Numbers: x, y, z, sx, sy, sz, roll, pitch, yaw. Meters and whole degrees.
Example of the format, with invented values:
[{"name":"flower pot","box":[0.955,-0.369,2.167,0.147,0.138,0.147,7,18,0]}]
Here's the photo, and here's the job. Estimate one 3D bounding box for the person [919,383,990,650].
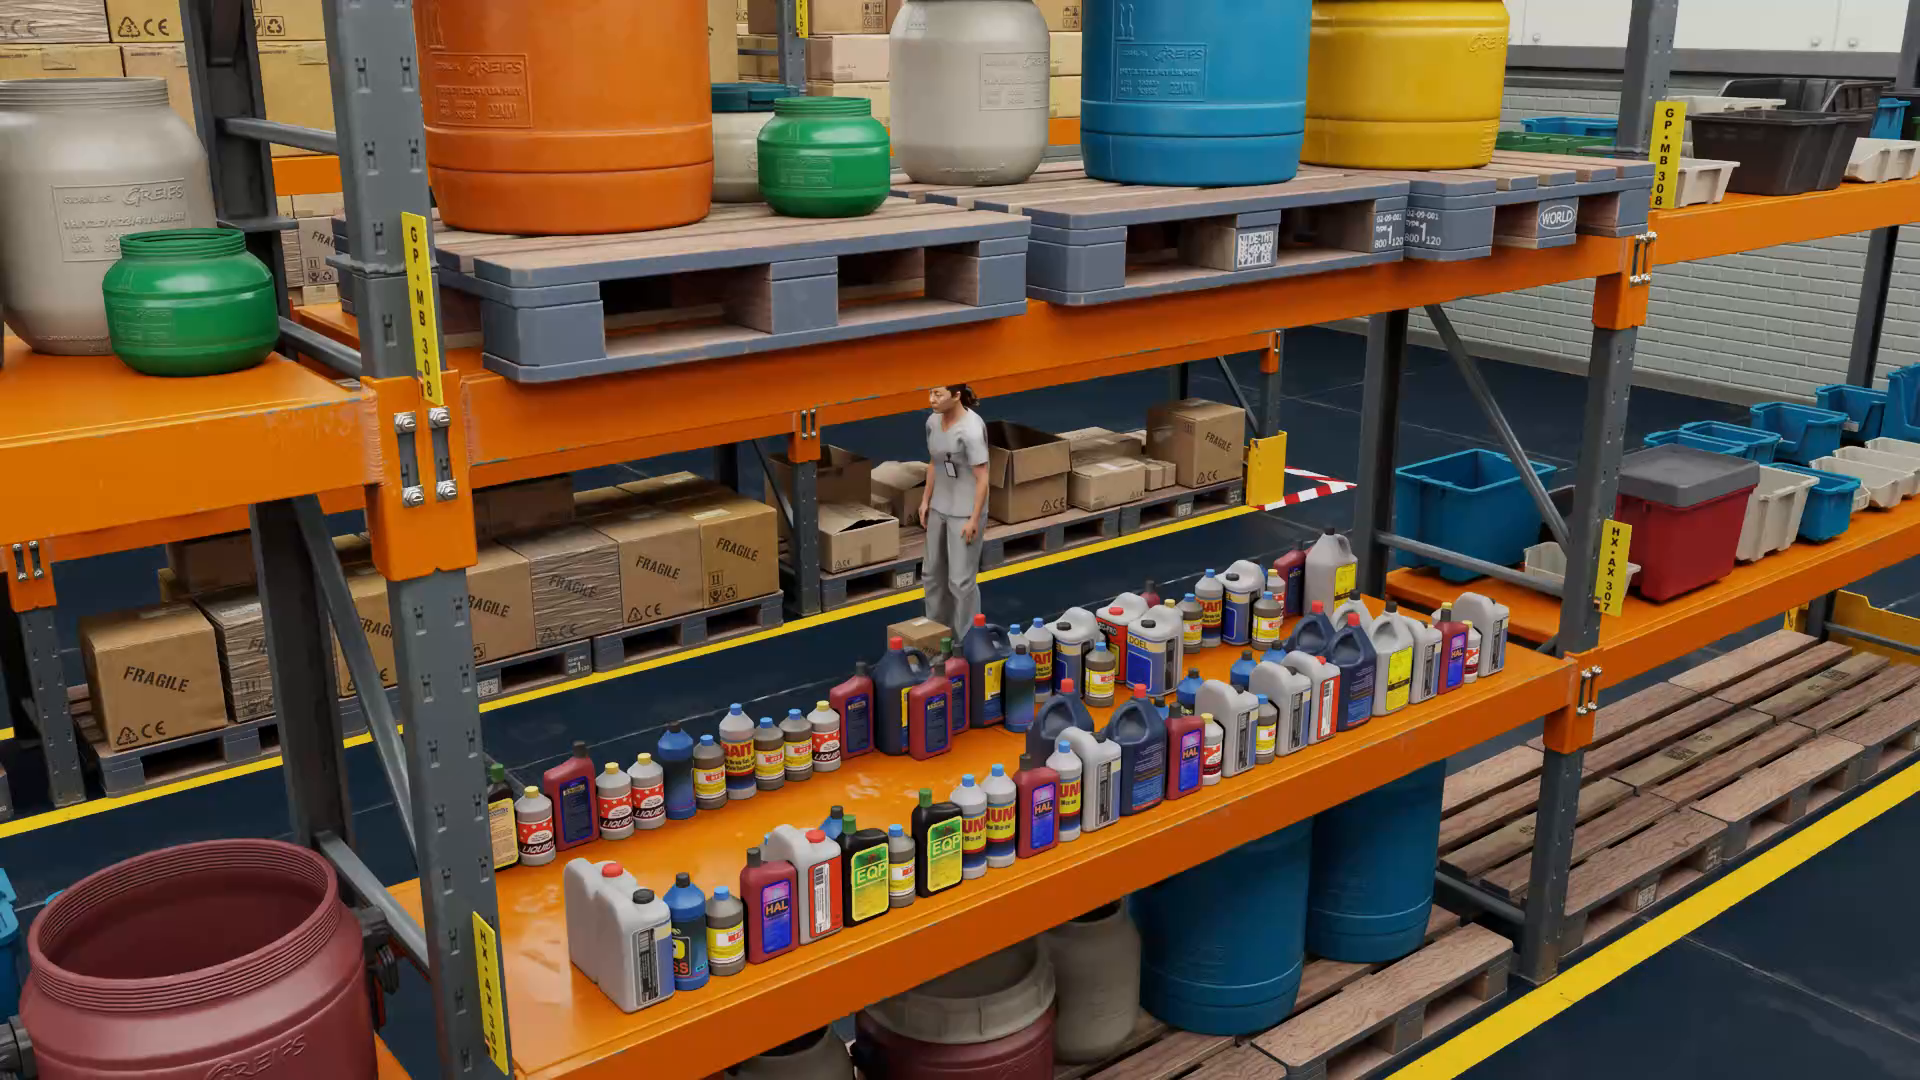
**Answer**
[{"name":"person","box":[-0.036,-0.136,8.978,0.358,1.673,0.486,-13,22,-36]}]
